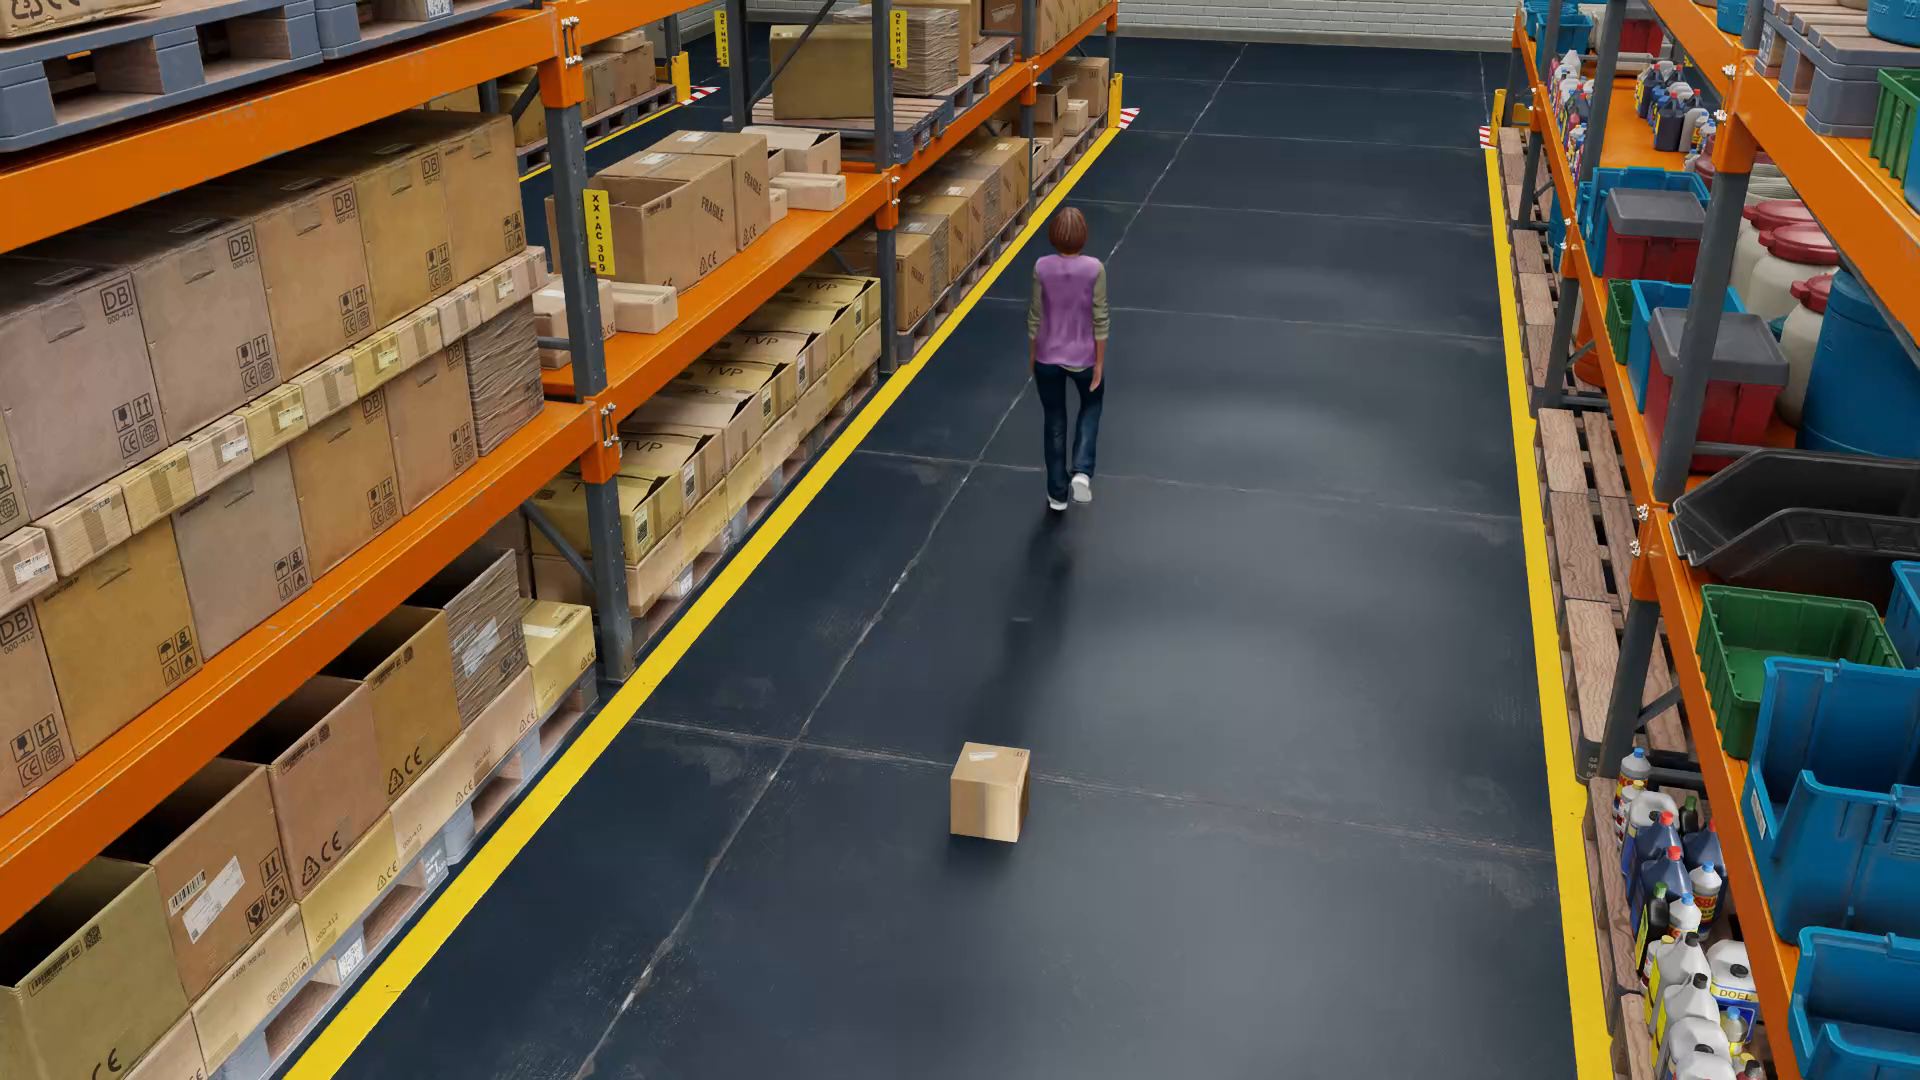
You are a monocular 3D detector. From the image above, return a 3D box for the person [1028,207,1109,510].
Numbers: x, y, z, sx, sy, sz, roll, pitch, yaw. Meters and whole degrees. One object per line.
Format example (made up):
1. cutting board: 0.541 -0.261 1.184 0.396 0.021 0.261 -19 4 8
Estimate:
1. person: 0.551 -0.922 8.505 0.414 1.584 0.402 3 26 5
